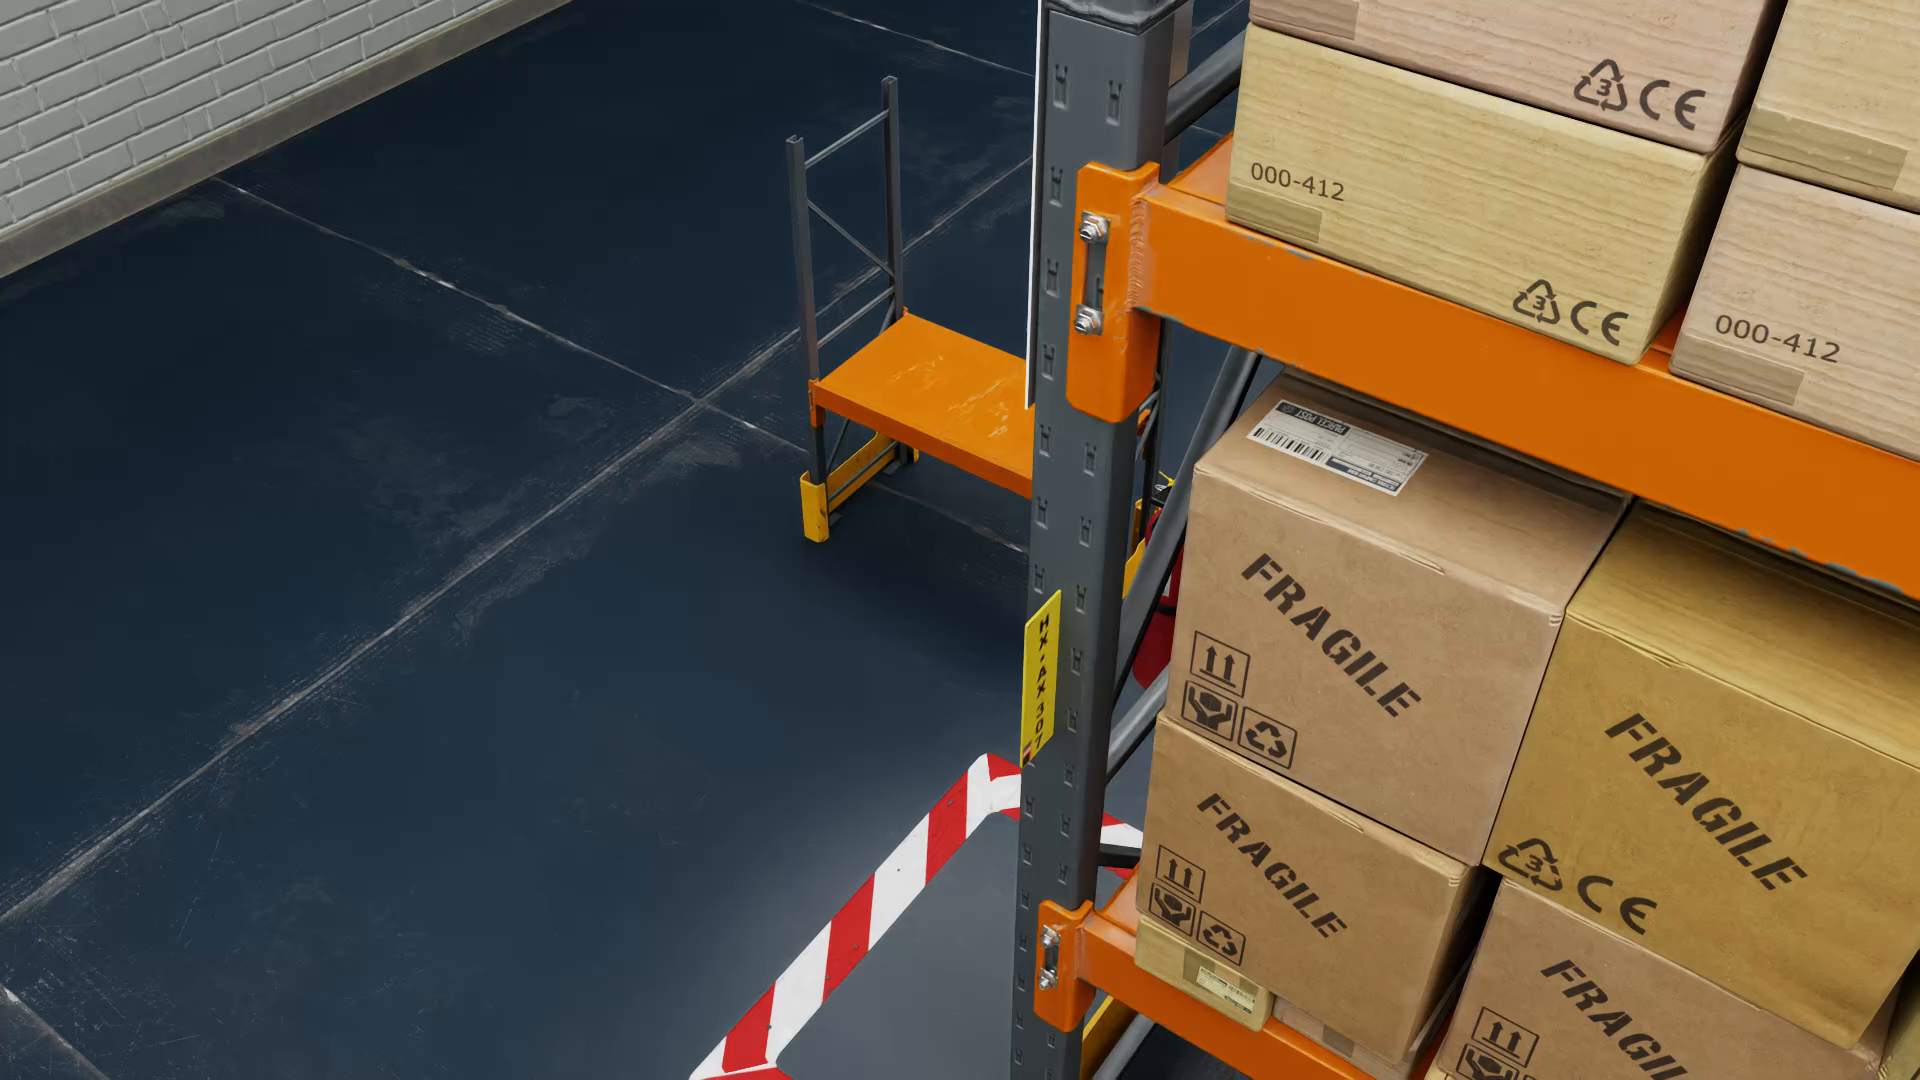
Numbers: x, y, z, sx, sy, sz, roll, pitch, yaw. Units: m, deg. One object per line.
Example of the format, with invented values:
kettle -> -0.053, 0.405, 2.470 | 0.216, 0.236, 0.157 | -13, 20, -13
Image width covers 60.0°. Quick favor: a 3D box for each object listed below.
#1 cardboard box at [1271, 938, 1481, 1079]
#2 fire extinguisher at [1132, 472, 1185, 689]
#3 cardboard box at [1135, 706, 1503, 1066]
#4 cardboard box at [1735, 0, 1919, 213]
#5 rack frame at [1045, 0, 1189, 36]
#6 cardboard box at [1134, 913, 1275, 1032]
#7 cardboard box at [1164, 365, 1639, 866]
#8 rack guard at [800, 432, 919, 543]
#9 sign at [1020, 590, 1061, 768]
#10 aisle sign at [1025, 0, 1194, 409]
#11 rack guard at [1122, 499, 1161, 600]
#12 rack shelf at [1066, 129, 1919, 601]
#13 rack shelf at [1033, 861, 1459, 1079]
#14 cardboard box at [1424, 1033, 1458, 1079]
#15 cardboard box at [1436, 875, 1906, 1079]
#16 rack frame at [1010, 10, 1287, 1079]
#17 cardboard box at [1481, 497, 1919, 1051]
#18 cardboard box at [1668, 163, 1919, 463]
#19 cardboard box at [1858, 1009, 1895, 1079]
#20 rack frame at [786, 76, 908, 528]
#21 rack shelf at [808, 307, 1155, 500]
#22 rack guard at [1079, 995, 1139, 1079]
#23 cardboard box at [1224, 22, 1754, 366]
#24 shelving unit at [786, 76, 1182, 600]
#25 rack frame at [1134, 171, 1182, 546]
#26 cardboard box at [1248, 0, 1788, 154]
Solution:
cardboard box -> 0.748, 0.719, 2.886 | 0.250, 0.149, 0.380 | 27, 48, 27
fire extinguisher -> 0.497, 0.066, 3.764 | 0.183, 0.674, 0.296 | 25, 48, 25
cardboard box -> 0.647, 0.422, 2.731 | 0.500, 0.500, 0.500 | 27, 49, 27
cardboard box -> 1.077, -0.492, 1.538 | 0.500, 0.250, 0.500 | 24, 47, 25
rack frame -> 0.438, -1.989, 1.224 | 0.127, 3.000, 1.000 | 25, 48, 25
cardboard box -> 0.515, 0.644, 2.970 | 0.250, 0.149, 0.380 | 25, 47, 25
cardboard box -> 0.654, 0.043, 2.404 | 0.500, 0.500, 0.500 | 25, 47, 25
rack guard -> -0.345, -0.255, 5.847 | 0.087, 0.250, 0.587 | 25, 48, 25
sign -> 0.127, 0.221, 2.605 | 0.005, 0.325, 0.100 | 25, 48, 25
aisle sign -> 0.206, -0.586, 2.206 | 0.004, 0.787, 0.394 | 25, 48, 25
rack guard -> 0.470, 0.127, 5.421 | 0.087, 0.250, 0.587 | 25, 48, 25
rack shelf -> 2.076, 0.163, 1.608 | 4.000, 0.370, 1.077 | 25, 48, 25
rack shelf -> 2.076, 1.281, 2.609 | 4.000, 0.370, 1.077 | 25, 48, 25
cardboard box -> 0.937, 0.851, 2.738 | 0.250, 0.149, 0.380 | 24, 47, 24
cardboard box -> 1.100, 0.613, 2.518 | 0.500, 0.500, 0.500 | 25, 48, 25
rack frame -> 0.438, 0.247, 3.224 | 0.127, 3.000, 1.000 | 25, 48, 25
cardboard box -> 1.070, 0.233, 2.192 | 0.500, 0.500, 0.500 | 26, 48, 26
cardboard box -> 1.088, -0.299, 1.698 | 0.500, 0.250, 0.500 | 27, 48, 27
cardboard box -> 1.494, 0.807, 2.300 | 0.500, 0.500, 0.500 | 26, 48, 26
rack frame -> -0.346, -0.721, 5.431 | 0.032, 1.500, 0.500 | 25, 48, 25
rack shelf -> 0.070, -0.392, 5.333 | 1.000, 0.185, 0.538 | 25, 48, 25
rack guard -> 0.501, 1.208, 4.025 | 0.348, 0.500, 1.175 | 25, 48, 25
cardboard box -> 0.659, -0.503, 1.926 | 0.500, 0.250, 0.500 | 27, 48, 27
shelving unit -> 0.062, -0.530, 5.217 | 1.083, 1.500, 0.587 | 25, 48, 25
rack frame -> 0.486, -0.332, 4.996 | 0.032, 1.500, 0.500 | 25, 48, 25
cardboard box -> 0.657, -0.687, 1.757 | 0.500, 0.250, 0.500 | 26, 48, 26
